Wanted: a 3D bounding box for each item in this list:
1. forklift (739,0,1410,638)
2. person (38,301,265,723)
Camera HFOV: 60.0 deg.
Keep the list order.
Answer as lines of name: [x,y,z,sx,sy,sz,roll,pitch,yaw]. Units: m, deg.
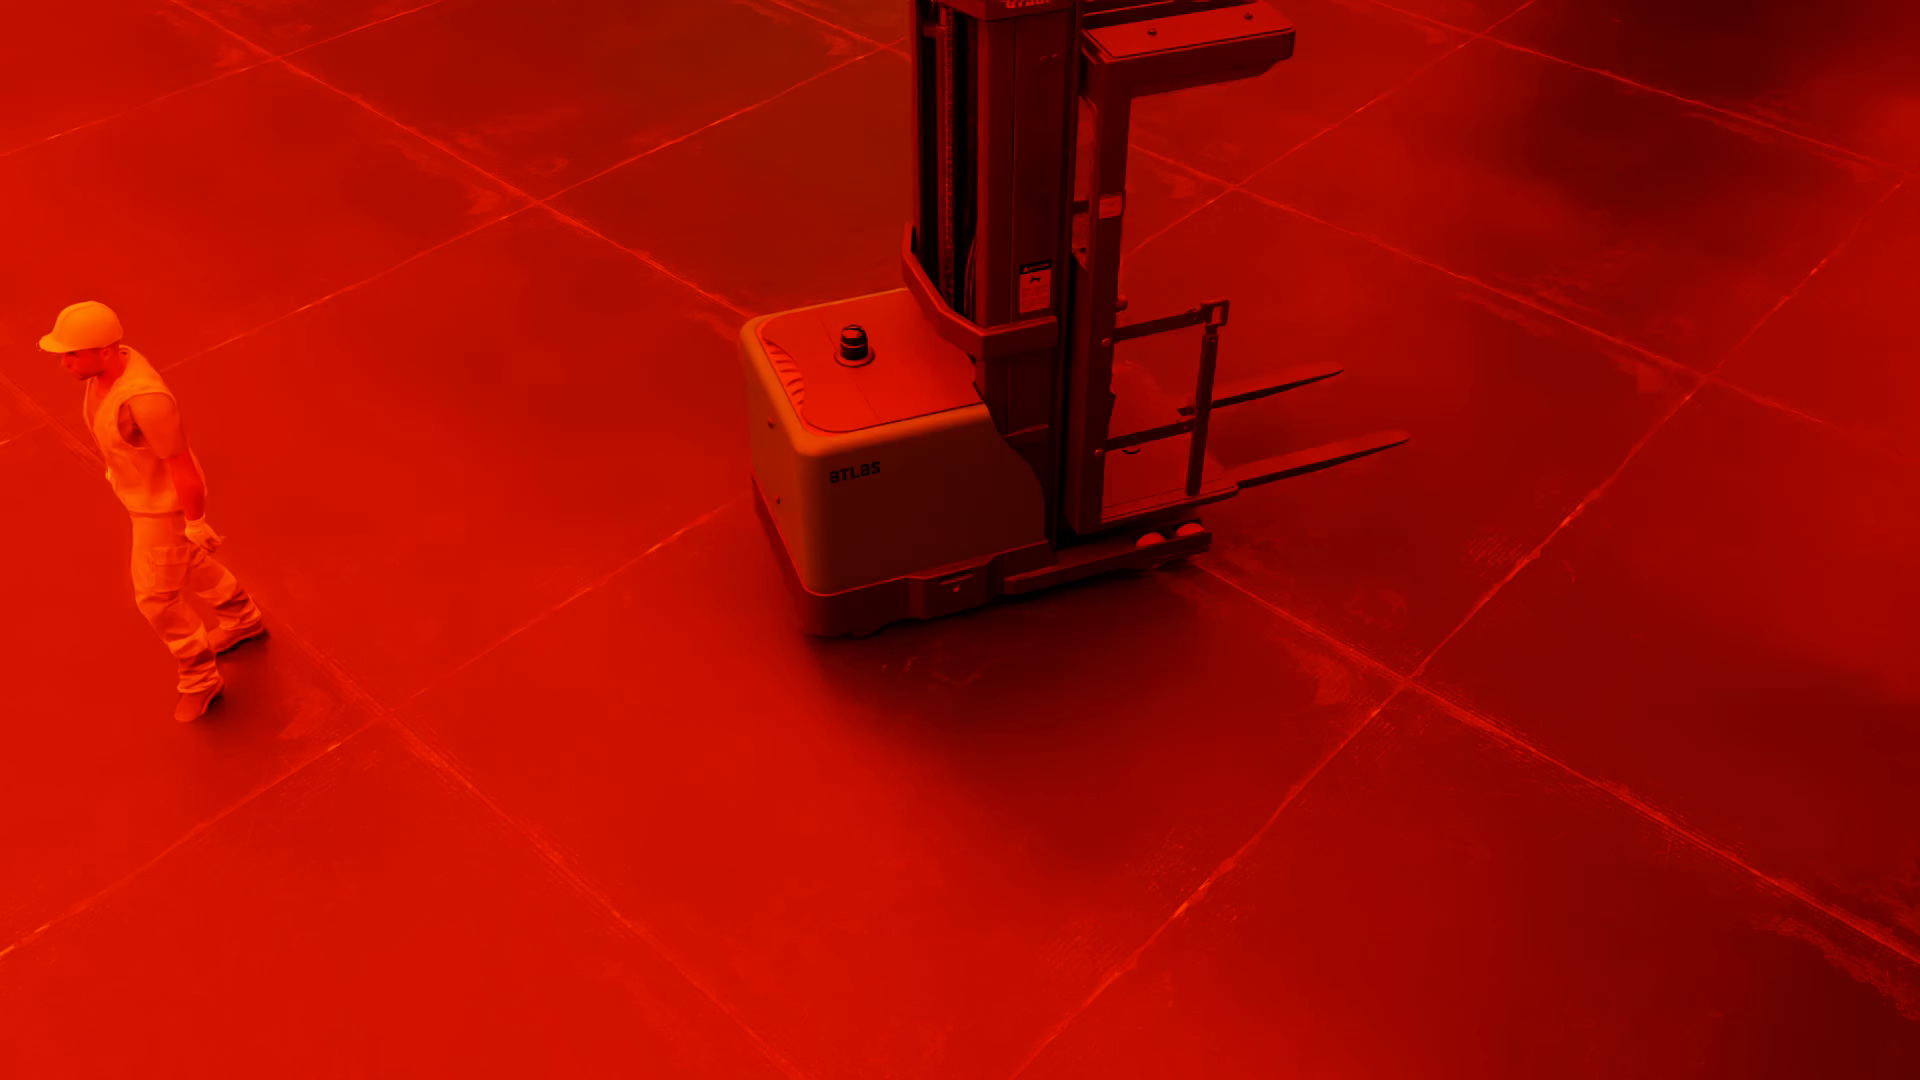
forklift: [0.609,-1.289,6.930,3.031,2.935,1.130,-14,42,-15]
person: [-3.191,-0.127,6.516,0.546,1.826,0.634,-28,48,-28]
